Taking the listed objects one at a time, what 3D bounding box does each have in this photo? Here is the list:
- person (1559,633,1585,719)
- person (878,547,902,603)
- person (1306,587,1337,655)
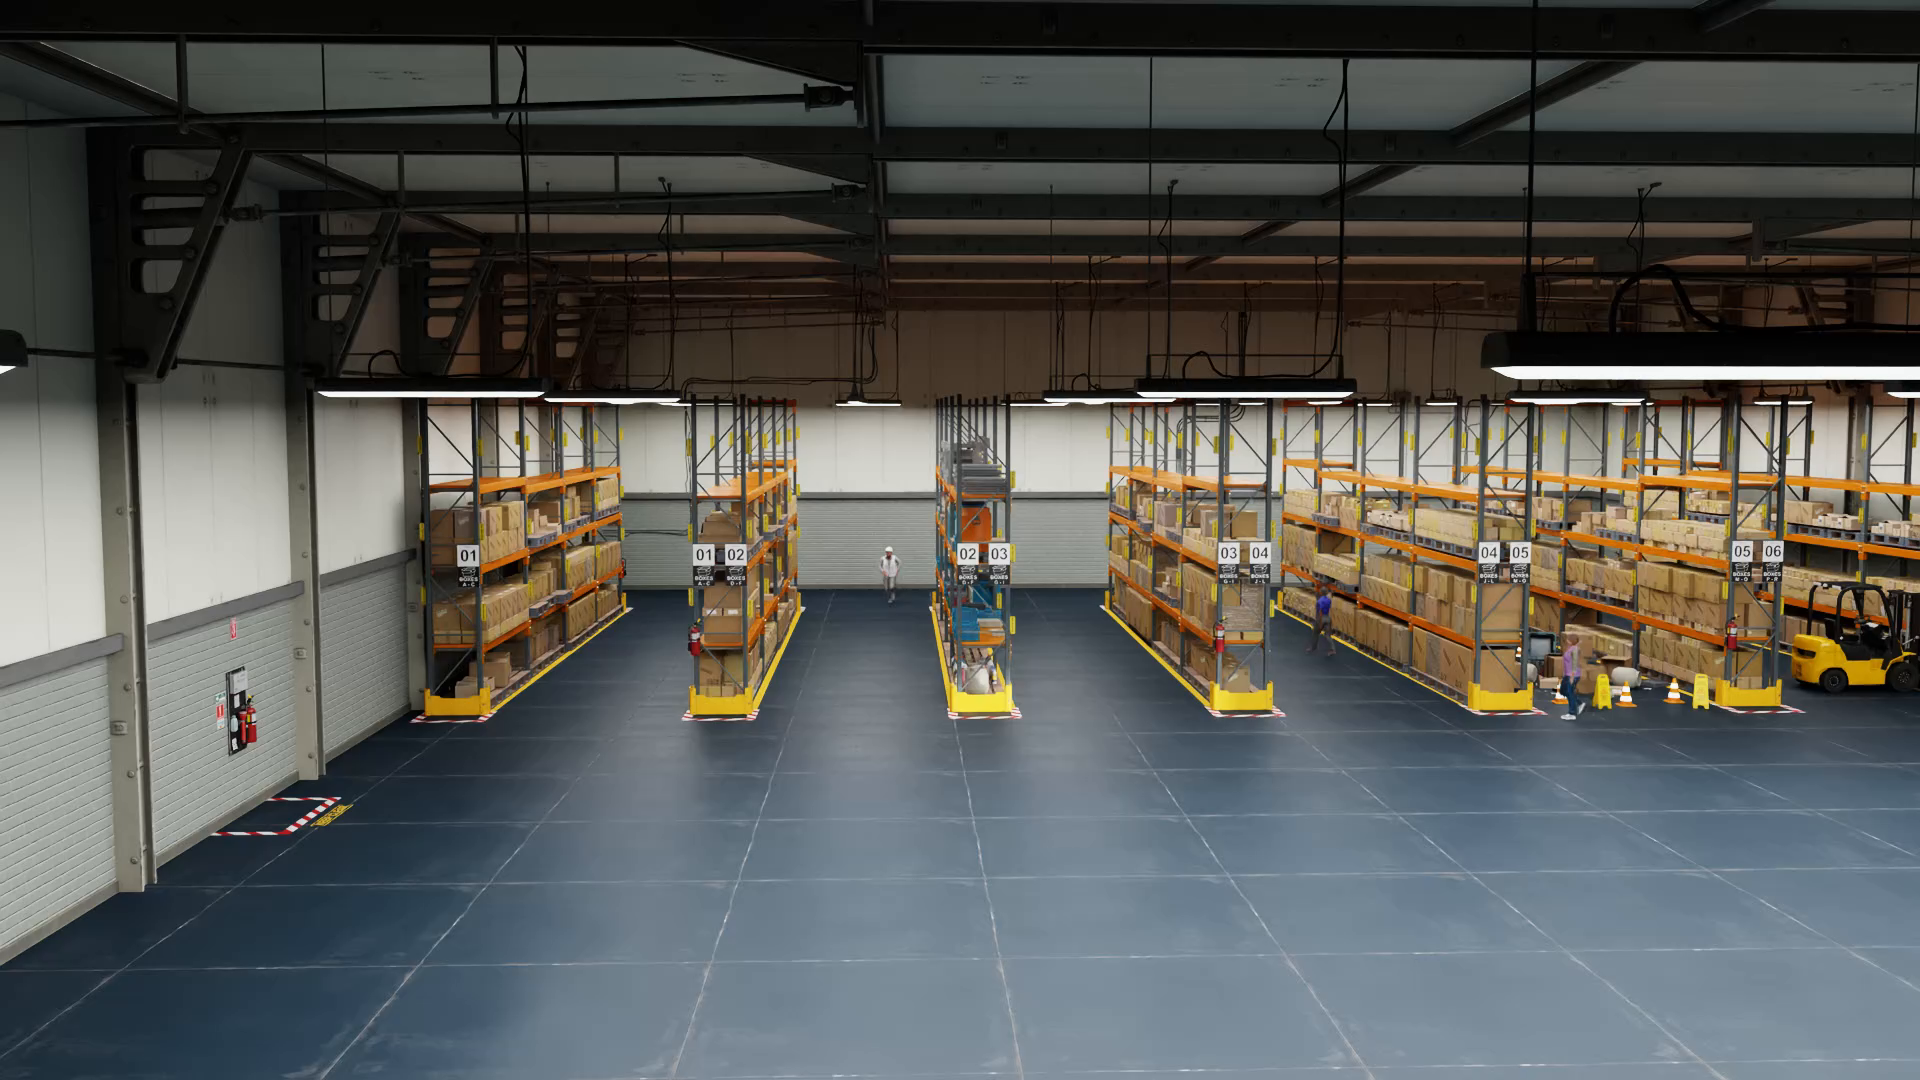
[{"bbox_3d":[11.301,2.502,30.581,0.477,1.589,0.429,0,4,0],"label":"person"},{"bbox_3d":[-2.061,1.024,49.056,0.671,1.682,0.722,1,5,7],"label":"person"},{"bbox_3d":[8.416,1.879,38.694,0.424,1.593,0.986,-2,5,-24],"label":"person"}]
